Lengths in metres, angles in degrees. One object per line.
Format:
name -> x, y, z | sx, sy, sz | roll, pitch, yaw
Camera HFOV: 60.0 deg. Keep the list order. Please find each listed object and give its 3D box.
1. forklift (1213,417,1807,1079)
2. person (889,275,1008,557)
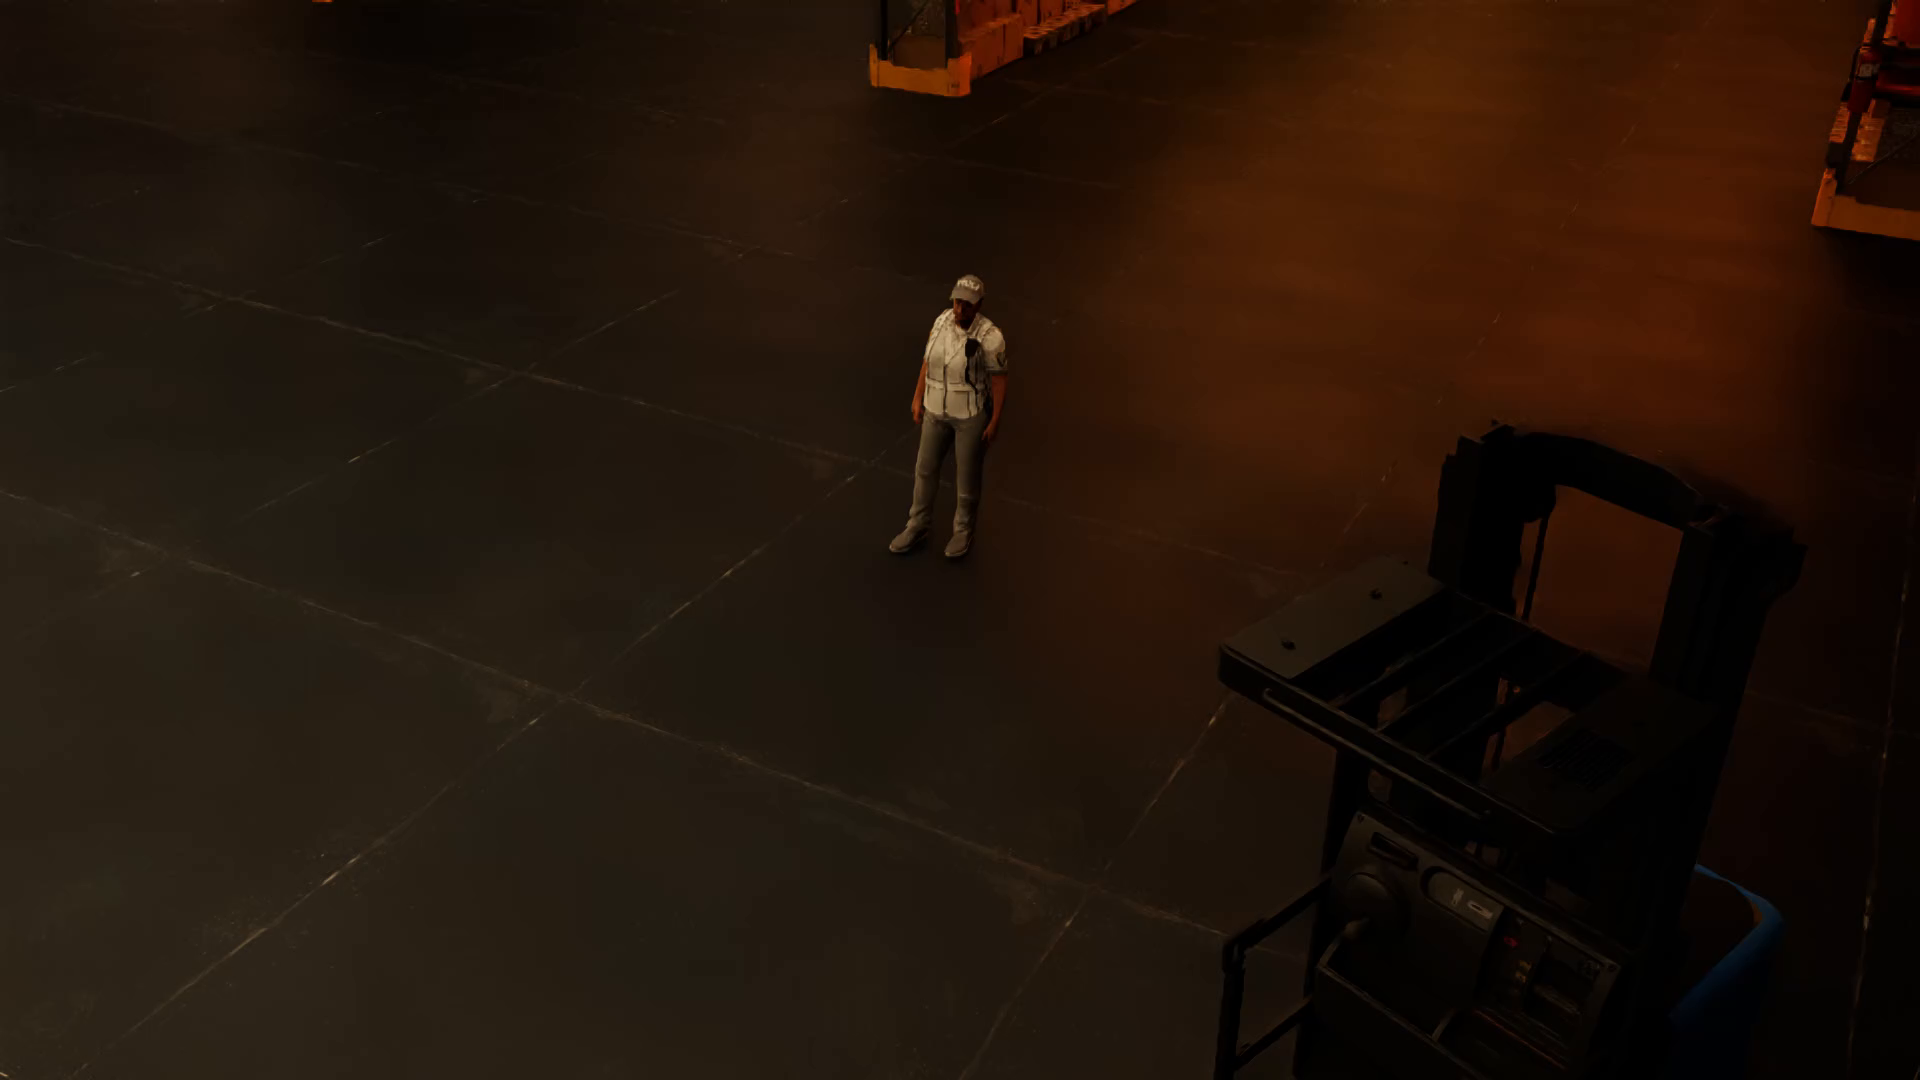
forklift -> 1.393, 1.225, 4.947 | 3.031, 2.935, 1.130 | -24, 37, -35
person -> -0.057, -0.700, 9.534 | 0.598, 1.669, 0.529 | 15, 33, 25
